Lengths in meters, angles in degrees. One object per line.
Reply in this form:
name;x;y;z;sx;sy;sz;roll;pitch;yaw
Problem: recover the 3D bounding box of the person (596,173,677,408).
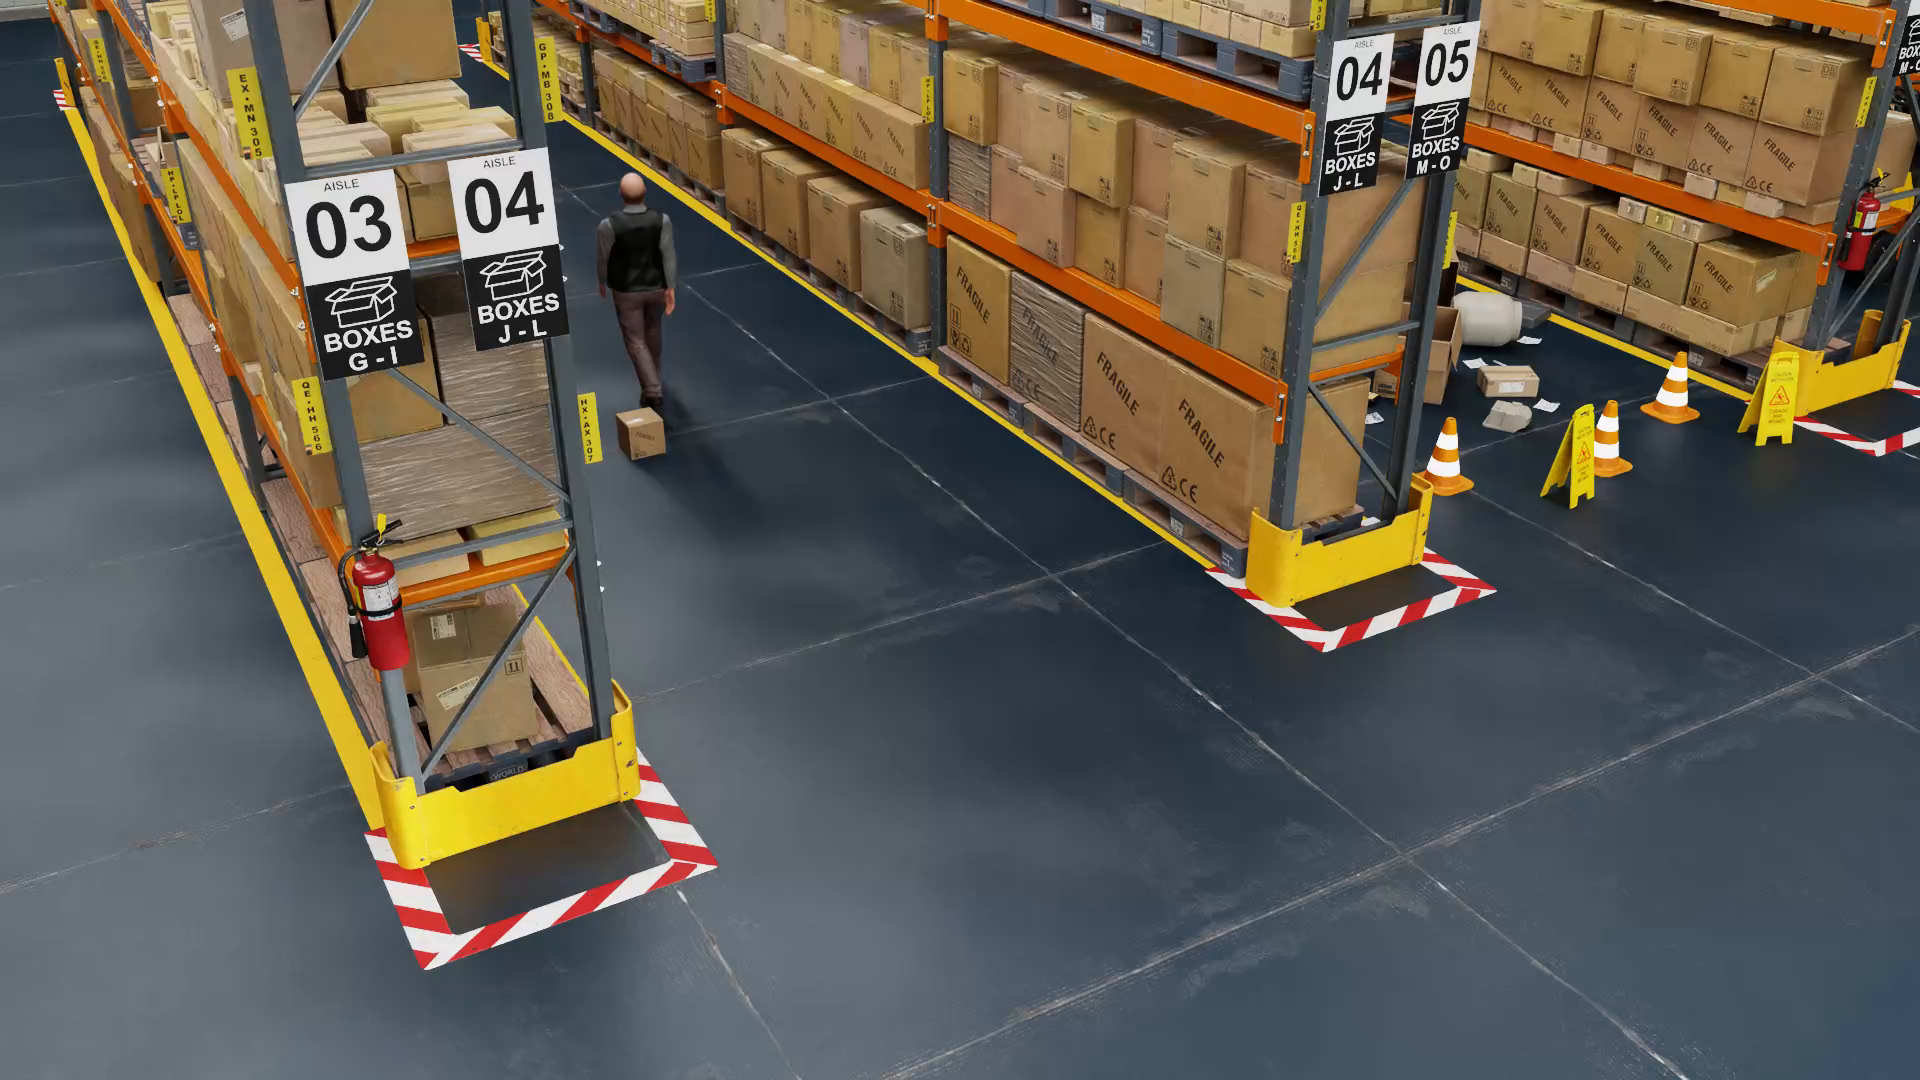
person;-2.308;-1.808;11.883;0.538;1.680;1.000;-13;31;-23
